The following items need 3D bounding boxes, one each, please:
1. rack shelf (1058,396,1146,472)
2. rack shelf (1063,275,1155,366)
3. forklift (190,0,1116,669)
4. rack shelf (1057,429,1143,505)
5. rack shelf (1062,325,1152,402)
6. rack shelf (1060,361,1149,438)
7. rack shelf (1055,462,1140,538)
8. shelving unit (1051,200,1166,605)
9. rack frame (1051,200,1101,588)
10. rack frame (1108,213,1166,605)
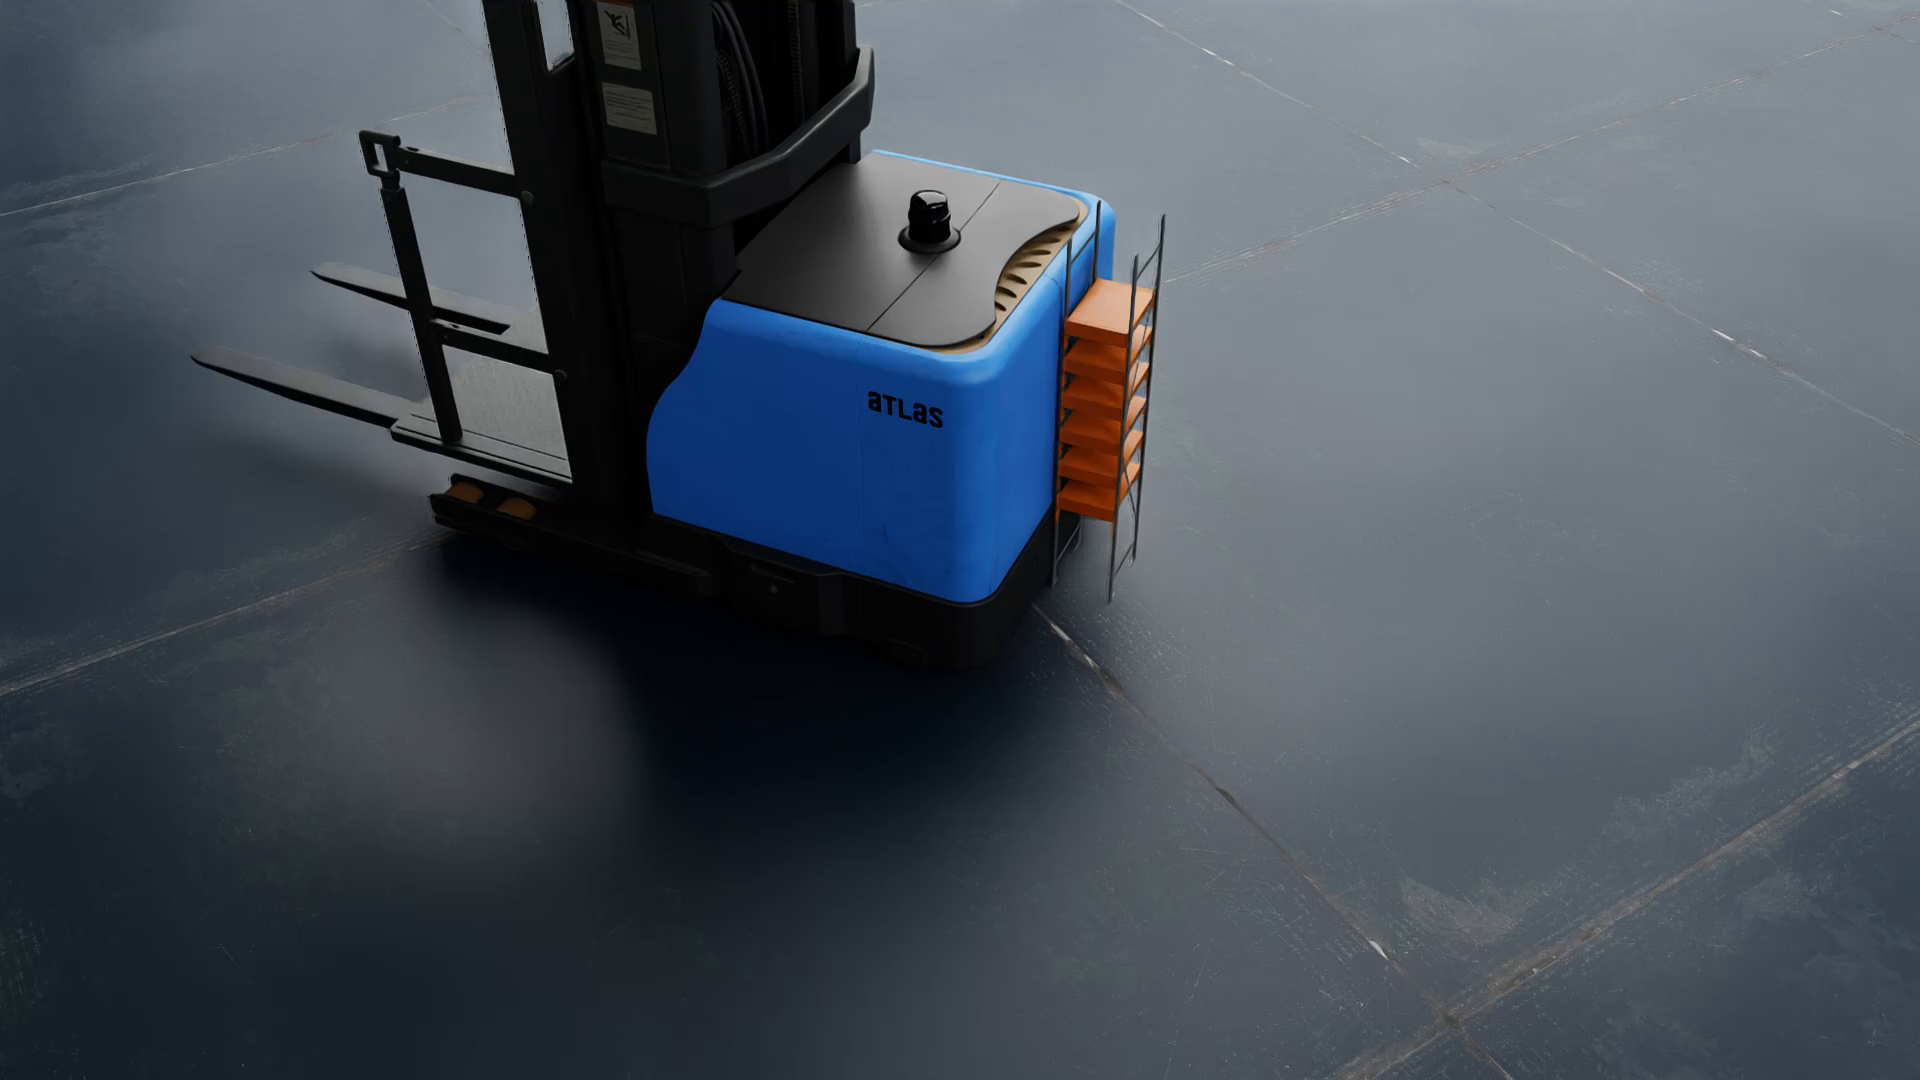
[{"bbox_3d":[0.413,-0.326,4.774,0.180,0.103,0.258,16,42,18],"label":"rack shelf"},{"bbox_3d":[0.413,-0.603,4.543,0.180,0.103,0.258,16,42,18],"label":"rack shelf"},{"bbox_3d":[-1.103,-1.383,4.620,3.031,2.935,1.130,16,42,18],"label":"forklift"},{"bbox_3d":[0.413,-0.234,4.850,0.180,0.103,0.258,16,42,18],"label":"rack shelf"},{"bbox_3d":[0.413,-0.511,4.620,0.180,0.103,0.258,16,42,18],"label":"rack shelf"},{"bbox_3d":[0.413,-0.418,4.697,0.180,0.103,0.258,16,42,18],"label":"rack shelf"},{"bbox_3d":[0.413,-0.142,4.927,0.180,0.103,0.258,16,42,18],"label":"rack shelf"},{"bbox_3d":[0.413,-0.360,4.745,0.189,1.200,0.258,16,42,18],"label":"shelving unit"},{"bbox_3d":[0.329,-0.384,4.774,0.006,1.200,0.240,16,42,18],"label":"rack frame"},{"bbox_3d":[0.497,-0.336,4.717,0.006,1.200,0.240,16,42,18],"label":"rack frame"}]
